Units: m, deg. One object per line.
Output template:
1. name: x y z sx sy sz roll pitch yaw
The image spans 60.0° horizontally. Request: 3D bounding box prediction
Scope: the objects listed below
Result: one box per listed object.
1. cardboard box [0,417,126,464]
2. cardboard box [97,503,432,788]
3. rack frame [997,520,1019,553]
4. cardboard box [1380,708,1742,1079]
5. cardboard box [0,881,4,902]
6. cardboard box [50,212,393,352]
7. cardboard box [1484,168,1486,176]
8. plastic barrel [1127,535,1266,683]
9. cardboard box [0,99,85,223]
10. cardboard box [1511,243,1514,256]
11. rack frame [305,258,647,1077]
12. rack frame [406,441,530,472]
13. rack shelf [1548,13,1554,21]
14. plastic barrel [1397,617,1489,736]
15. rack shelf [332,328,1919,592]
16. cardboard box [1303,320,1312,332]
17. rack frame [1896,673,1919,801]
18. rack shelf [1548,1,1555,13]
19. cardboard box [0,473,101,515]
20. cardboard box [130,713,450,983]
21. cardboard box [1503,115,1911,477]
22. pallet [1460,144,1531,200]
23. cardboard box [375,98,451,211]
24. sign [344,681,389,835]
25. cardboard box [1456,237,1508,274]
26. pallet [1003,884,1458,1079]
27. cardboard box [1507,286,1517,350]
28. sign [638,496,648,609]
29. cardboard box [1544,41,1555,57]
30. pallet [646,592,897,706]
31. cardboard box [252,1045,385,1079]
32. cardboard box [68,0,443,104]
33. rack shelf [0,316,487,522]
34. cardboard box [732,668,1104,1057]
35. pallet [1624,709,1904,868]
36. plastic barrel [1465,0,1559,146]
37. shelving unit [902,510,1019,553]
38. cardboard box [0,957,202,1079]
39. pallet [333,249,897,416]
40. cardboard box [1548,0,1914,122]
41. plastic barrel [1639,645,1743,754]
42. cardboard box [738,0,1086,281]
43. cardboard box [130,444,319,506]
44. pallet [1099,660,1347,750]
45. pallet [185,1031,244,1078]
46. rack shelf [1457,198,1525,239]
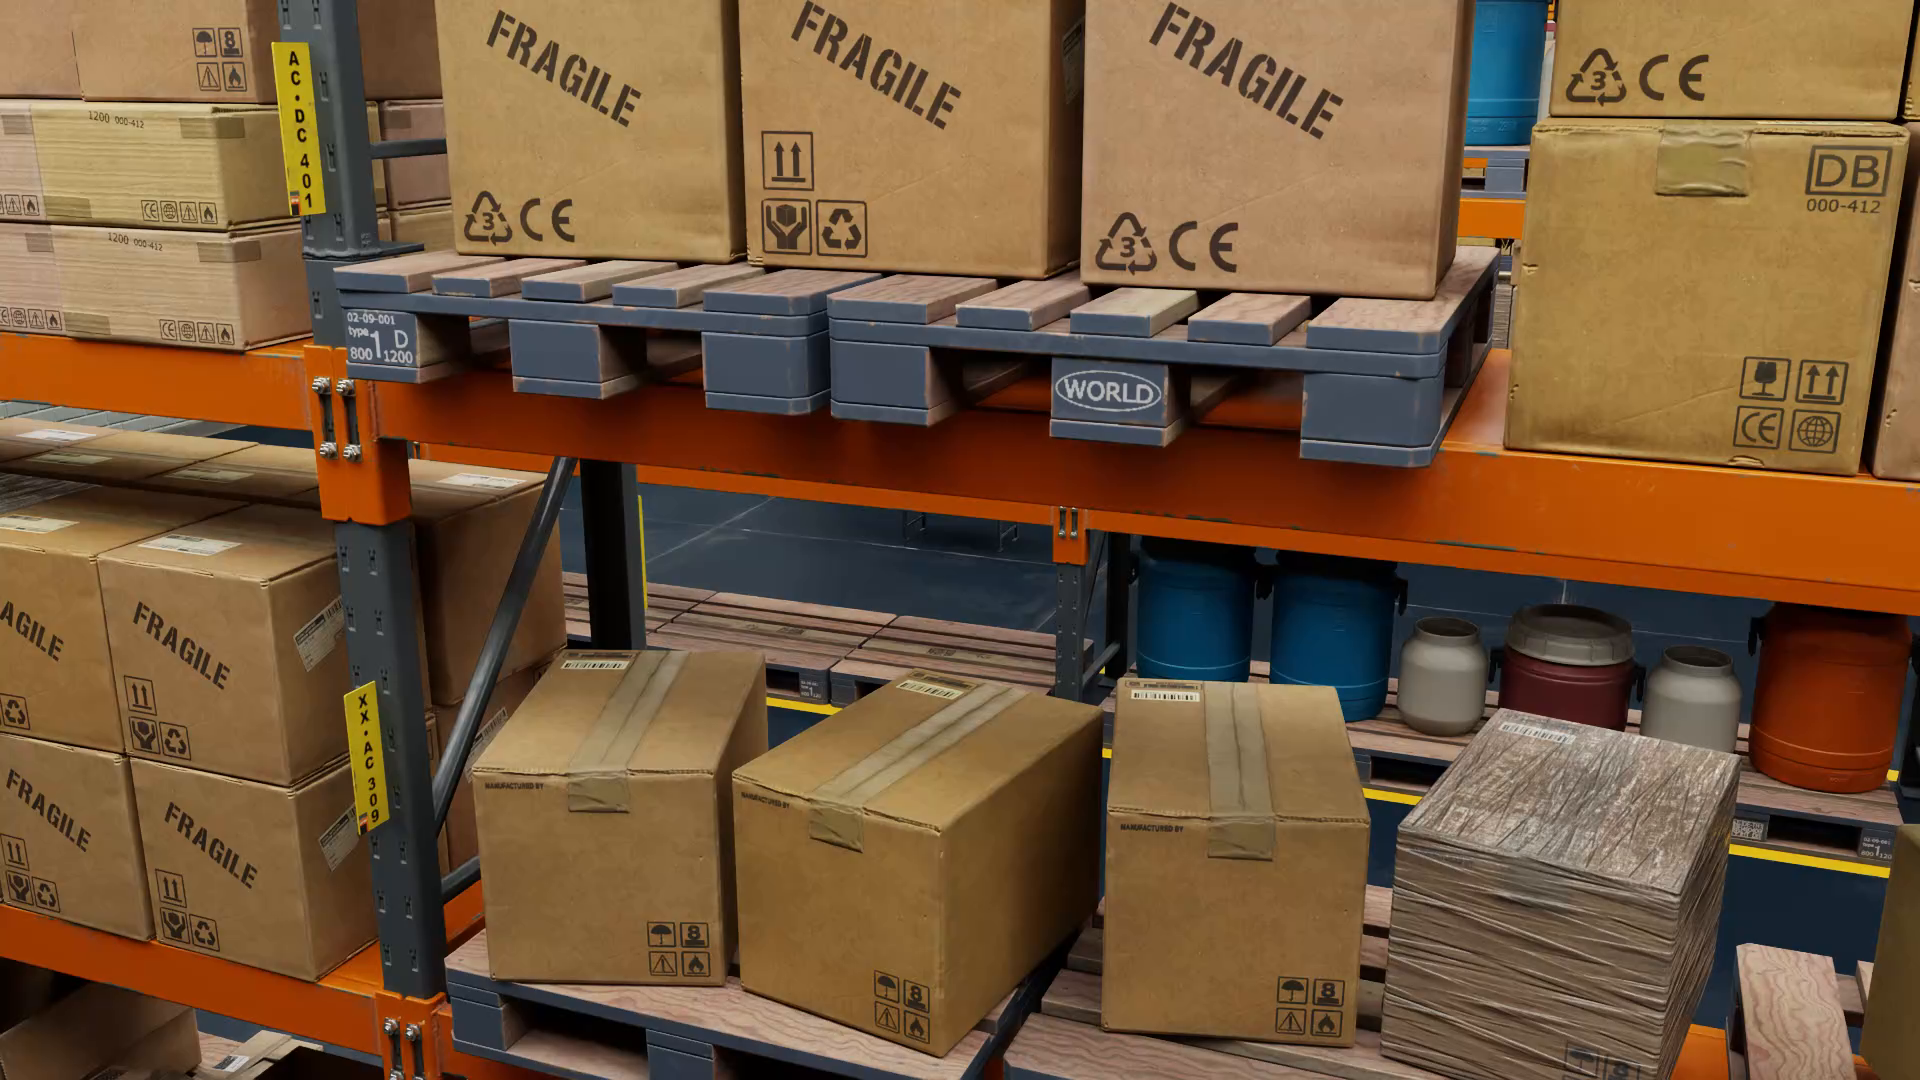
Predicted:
1. cardboard box: -2.867 -0.060 5.027 0.500 0.500 0.500 7 18 22
2. cardboard box: -1.659 0.235 4.012 0.500 0.500 0.500 6 17 21
3. rack frame: 0.347 -0.682 11.833 0.023 1.500 0.400 6 17 21
4. cardboard box: 1.220 0.729 3.351 0.500 0.500 0.700 10 19 31
5. cardboard box: -2.611 0.610 4.511 0.500 0.500 0.500 7 17 22
6. cardboard box: -1.643 -0.602 3.755 0.500 0.250 0.500 6 17 21
7. cardboard box: 6.968 -4.755 21.201 0.500 0.500 0.500 6 17 20
8. plastic barrel: 1.228 0.329 8.670 0.708 0.901 0.600 6 17 21
9. cardboard box: -2.109 -0.893 3.860 0.500 0.250 0.500 6 17 21
10. cardboard box: 5.618 -2.914 16.527 0.250 0.149 0.380 5 17 18
11. rack frame: -1.093 0.747 4.219 0.127 3.000 1.000 6 17 21
12. rack frame: -2.993 -0.946 10.052 0.127 3.000 1.000 6 17 21
13. rack shelf: 9.860 -7.818 24.971 4.000 0.370 1.077 6 17 21
14. plastic barrel: 2.379 0.670 8.196 0.421 0.512 0.421 0 16 0
15. rack shelf: 0.767 -0.143 3.196 4.000 0.370 1.077 6 17 21
16. cardboard box: 2.881 -1.758 12.668 0.500 0.500 0.500 6 17 21
17. rack frame: 4.449 -0.128 7.233 0.127 3.000 1.000 6 17 21
18. rack shelf: 8.042 -6.531 20.536 4.000 0.370 1.077 6 17 21
19. cardboard box: -2.605 0.131 4.368 0.500 0.500 0.500 6 17 21
20. cardboard box: -1.652 0.715 4.152 0.500 0.500 0.500 7 17 22
21. cardboard box: 1.251 -0.473 2.864 0.500 0.500 0.910 6 17 21
22. pallet: 2.549 -1.717 7.665 1.213 0.211 1.003 6 17 21
23. cardboard box: -1.454 -0.975 4.145 0.500 0.250 0.500 6 17 21
24. sign: -1.285 0.473 3.611 0.005 0.325 0.100 6 17 21
25. cardboard box: 3.776 -2.215 12.444 0.637 0.503 0.797 6 17 21
26. pallet: 0.817 1.051 3.517 1.213 0.211 1.003 6 17 21
27. cardboard box: 4.297 -1.604 12.138 0.500 0.500 0.500 7 17 22
28. sign: -0.893 0.047 4.554 0.005 0.325 0.100 6 17 21
29. cardboard box: 4.358 -3.307 11.868 0.637 0.503 0.797 6 17 20
30. pallet: -1.109 0.613 9.684 1.213 0.211 1.003 6 17 21
31. cardboard box: -1.727 1.752 4.453 0.500 0.500 0.500 6 17 21
32. cardboard box: -1.560 -1.261 3.785 0.500 0.500 0.700 6 17 21
33. rack shelf: -2.954 -0.552 4.606 4.000 0.370 1.077 6 17 21
34. cardboard box: -0.072 0.658 3.594 0.500 0.500 0.700 9 19 29
35. pallet: 3.700 1.142 7.863 1.213 0.211 1.003 6 17 21
36. plastic barrel: 2.372 -2.285 7.631 0.708 0.901 0.600 6 17 21
37. shelving unit: 0.006 -0.720 11.962 0.755 1.500 0.431 6 17 21
38. cardboard box: -2.843 1.544 5.163 0.637 0.503 0.797 6 17 21
39. pallet: -0.512 -0.518 3.534 1.003 0.211 1.213 6 17 21
40. cardboard box: 1.275 -0.963 2.757 0.500 0.500 0.500 6 17 21
41. plastic barrel: 3.429 0.785 7.798 0.421 0.512 0.421 0 16 0
42. cardboard box: -0.022 -0.858 3.256 0.600 0.600 0.600 6 17 20
43. cardboard box: -1.908 0.045 4.664 0.500 0.500 0.500 6 17 19
44. pallet: 1.430 0.892 8.722 1.213 0.211 1.003 6 17 21
45. pallet: -2.871 1.892 5.279 1.213 0.211 1.003 6 17 21
46. rack shelf: 2.588 -1.427 7.620 4.000 0.370 1.077 6 17 21
